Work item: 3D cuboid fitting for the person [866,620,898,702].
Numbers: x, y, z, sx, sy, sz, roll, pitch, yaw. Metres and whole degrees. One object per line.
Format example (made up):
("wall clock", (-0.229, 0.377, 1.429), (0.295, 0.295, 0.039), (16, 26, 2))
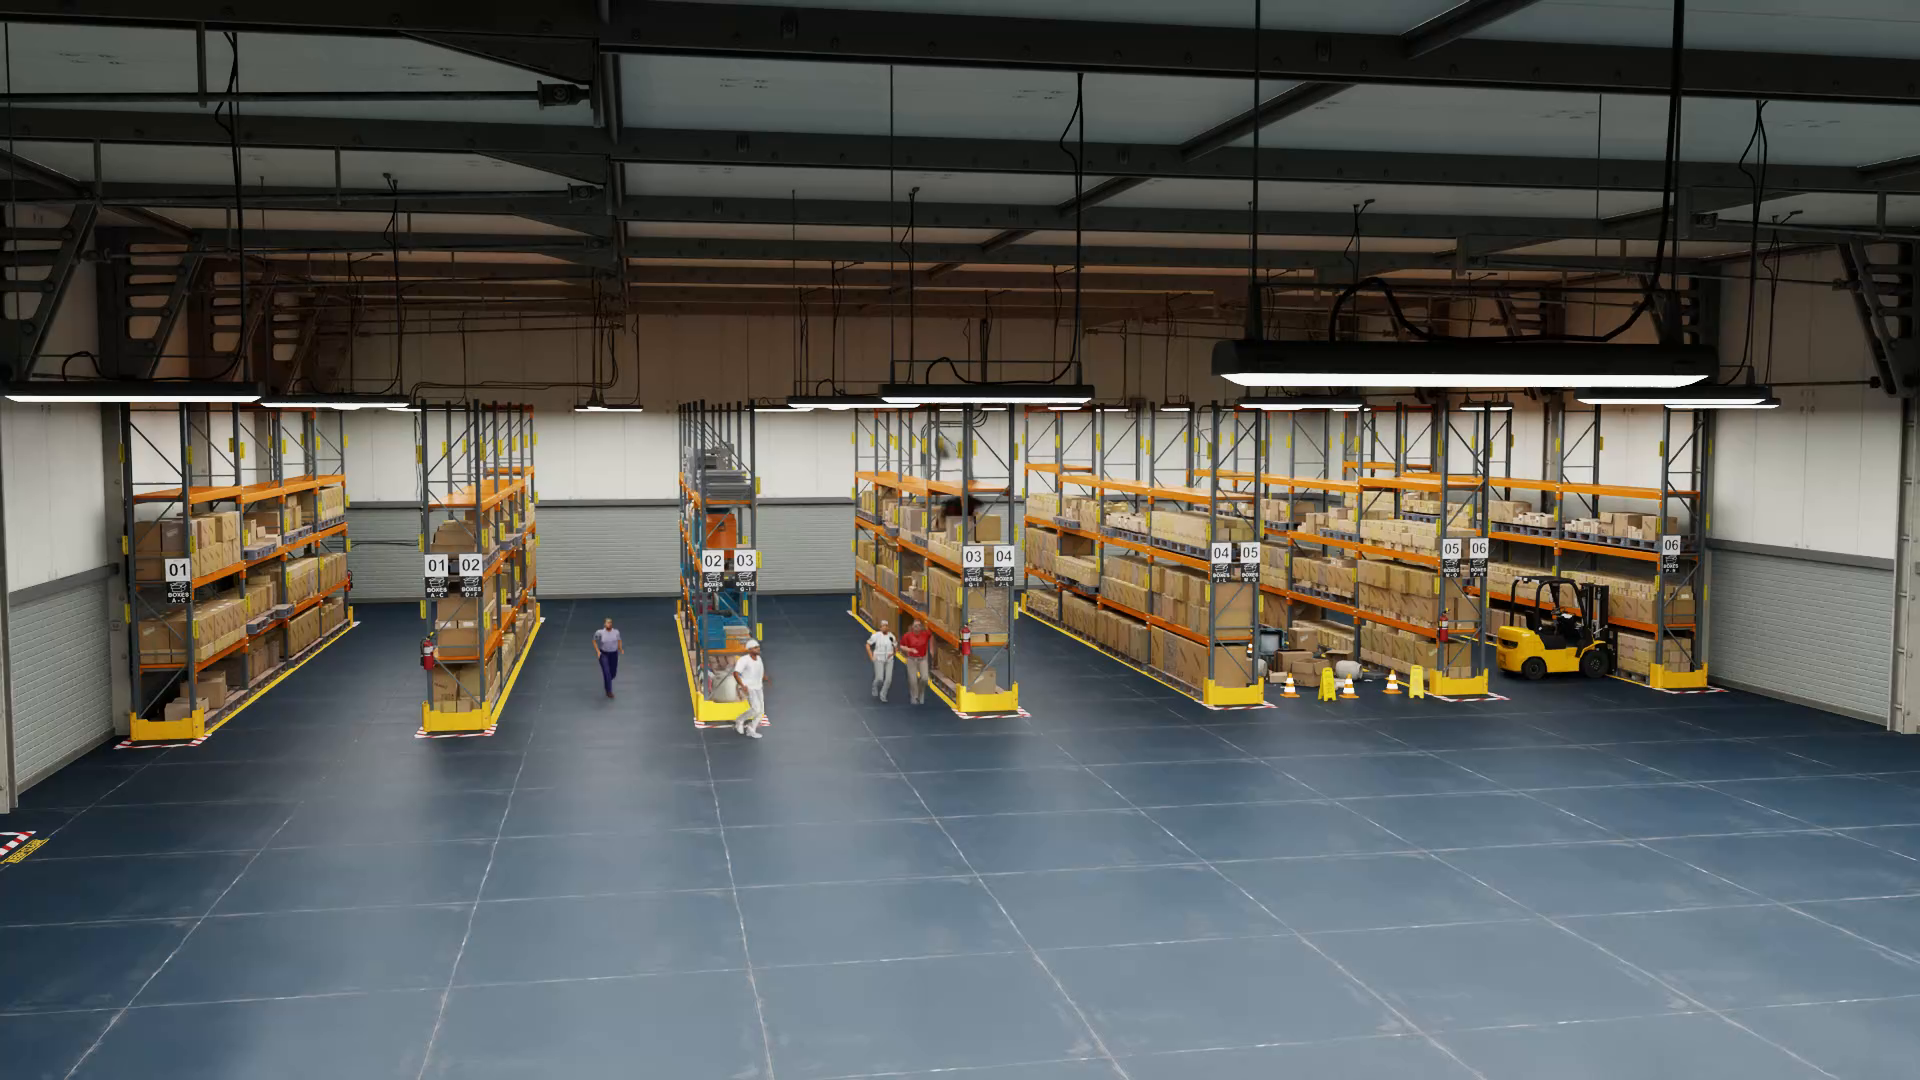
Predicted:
("person", (-1.534, 2.415, 33.232), (0.619, 1.617, 0.518), (-1, 5, -18))

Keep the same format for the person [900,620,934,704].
("person", (-0.837, 2.401, 32.619), (0.708, 1.704, 0.722), (-1, 4, -9))

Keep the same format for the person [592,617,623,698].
("person", (-7.204, 2.374, 33.931), (0.592, 1.622, 0.762), (-2, 5, -29))

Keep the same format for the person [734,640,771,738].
("person", (-3.695, 2.634, 29.537), (0.577, 1.734, 0.715), (2, 5, 29))
